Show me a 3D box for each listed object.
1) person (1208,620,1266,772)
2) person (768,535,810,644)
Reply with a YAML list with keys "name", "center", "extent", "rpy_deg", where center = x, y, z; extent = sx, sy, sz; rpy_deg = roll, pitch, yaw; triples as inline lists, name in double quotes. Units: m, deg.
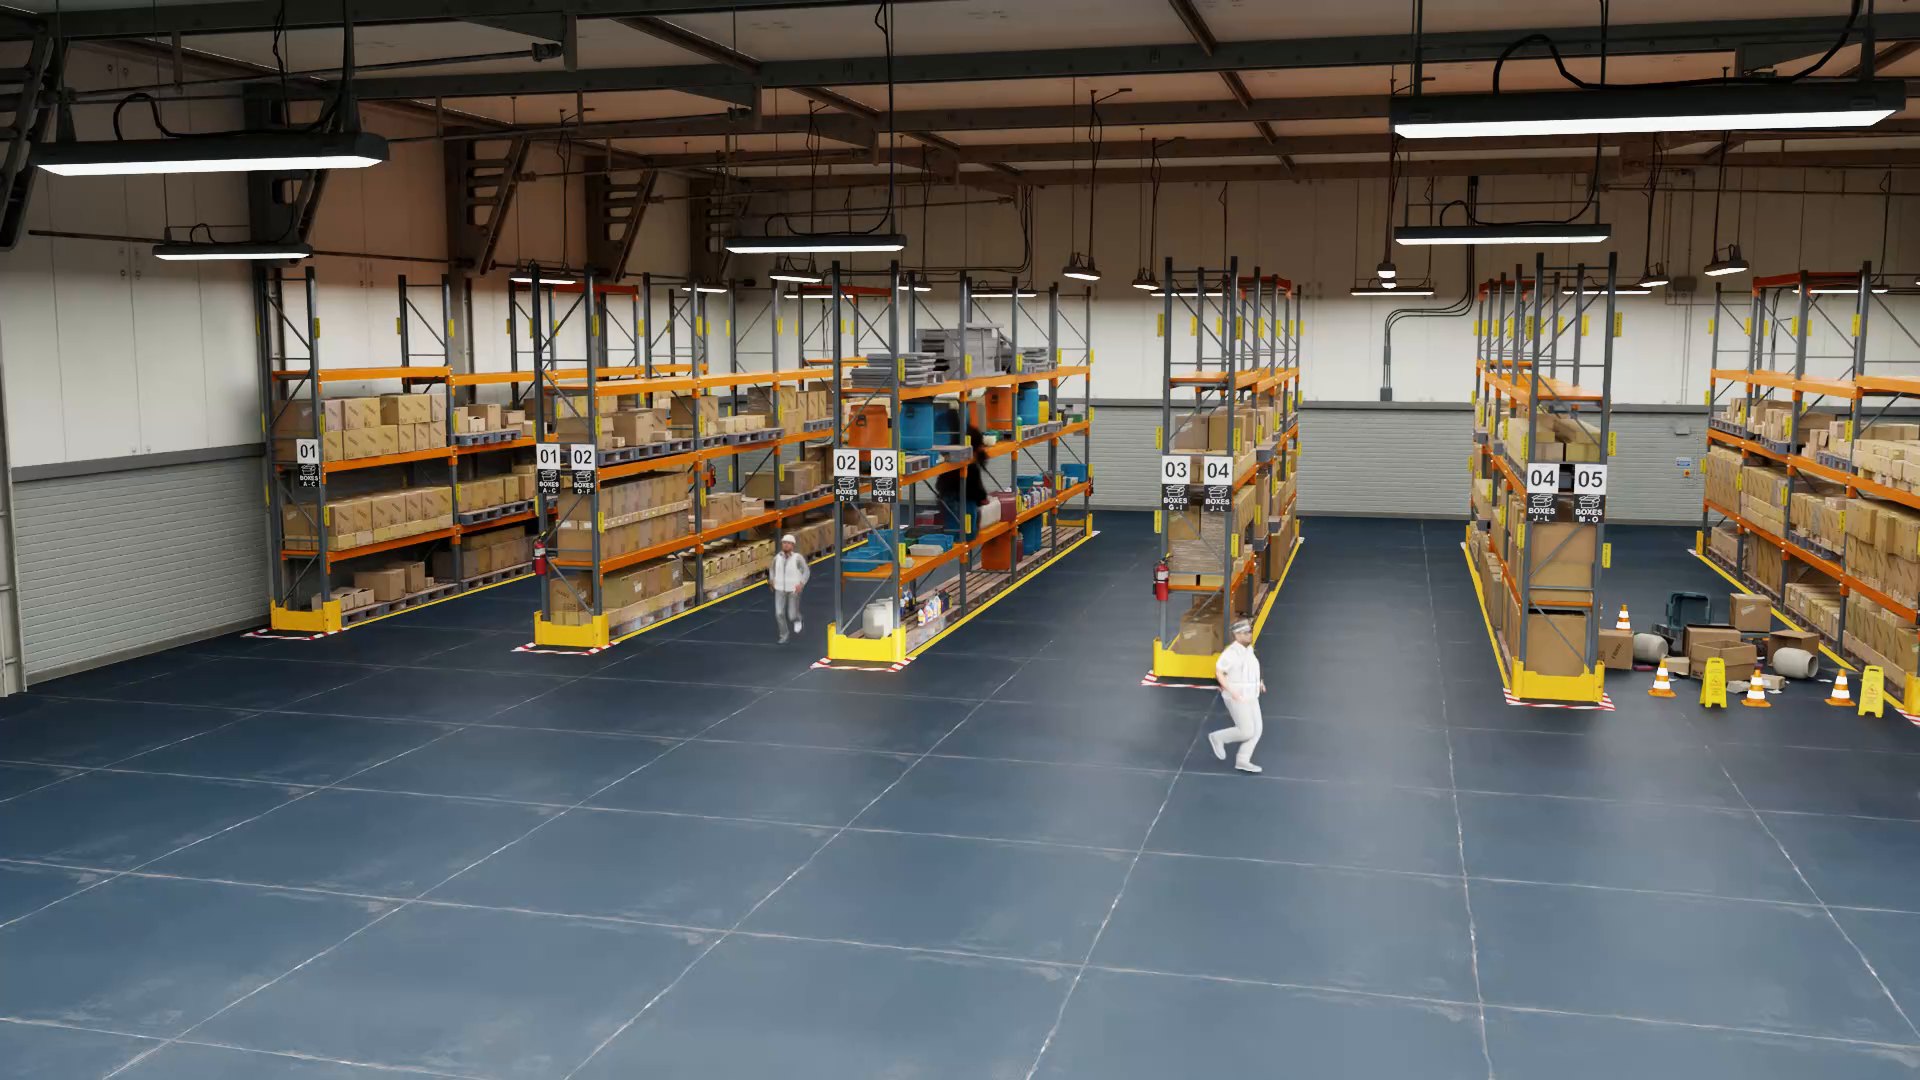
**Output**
- name: "person"
  center: [3.166, 1.752, 18.894]
  extent: [0.619, 1.736, 0.679]
  rpy_deg: [6, 9, 38]
- name: "person"
  center: [-2.711, 0.763, 26.357]
  extent: [0.695, 1.719, 0.687]
  rpy_deg: [1, 7, 11]
